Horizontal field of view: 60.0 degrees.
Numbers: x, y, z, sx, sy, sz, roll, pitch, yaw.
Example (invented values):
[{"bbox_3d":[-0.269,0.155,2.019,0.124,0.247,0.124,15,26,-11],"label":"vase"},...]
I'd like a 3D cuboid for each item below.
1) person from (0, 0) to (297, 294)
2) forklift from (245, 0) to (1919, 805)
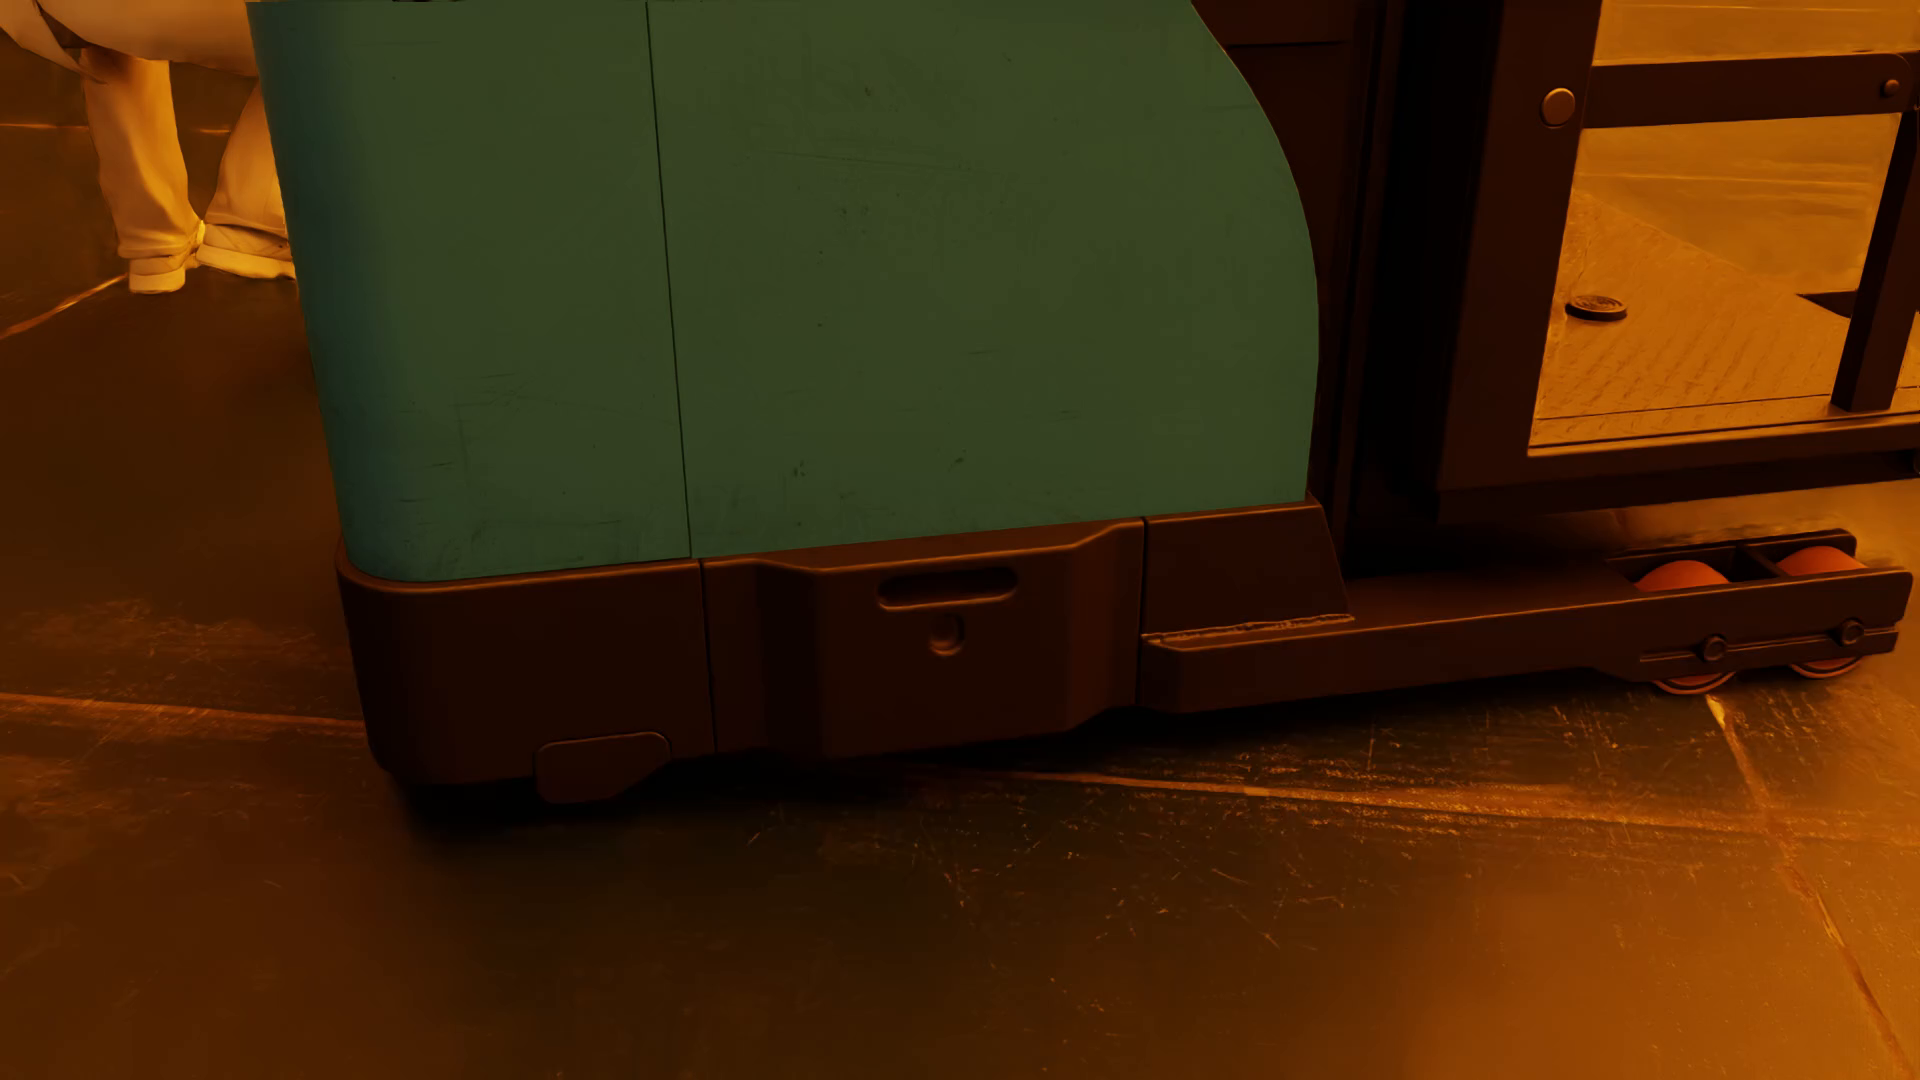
[{"bbox_3d":[-1.445,-1.127,2.891,1.092,1.522,0.720,8,28,16],"label":"person"},{"bbox_3d":[0.729,-1.341,1.905,3.031,2.935,1.130,-5,27,-11],"label":"forklift"}]
